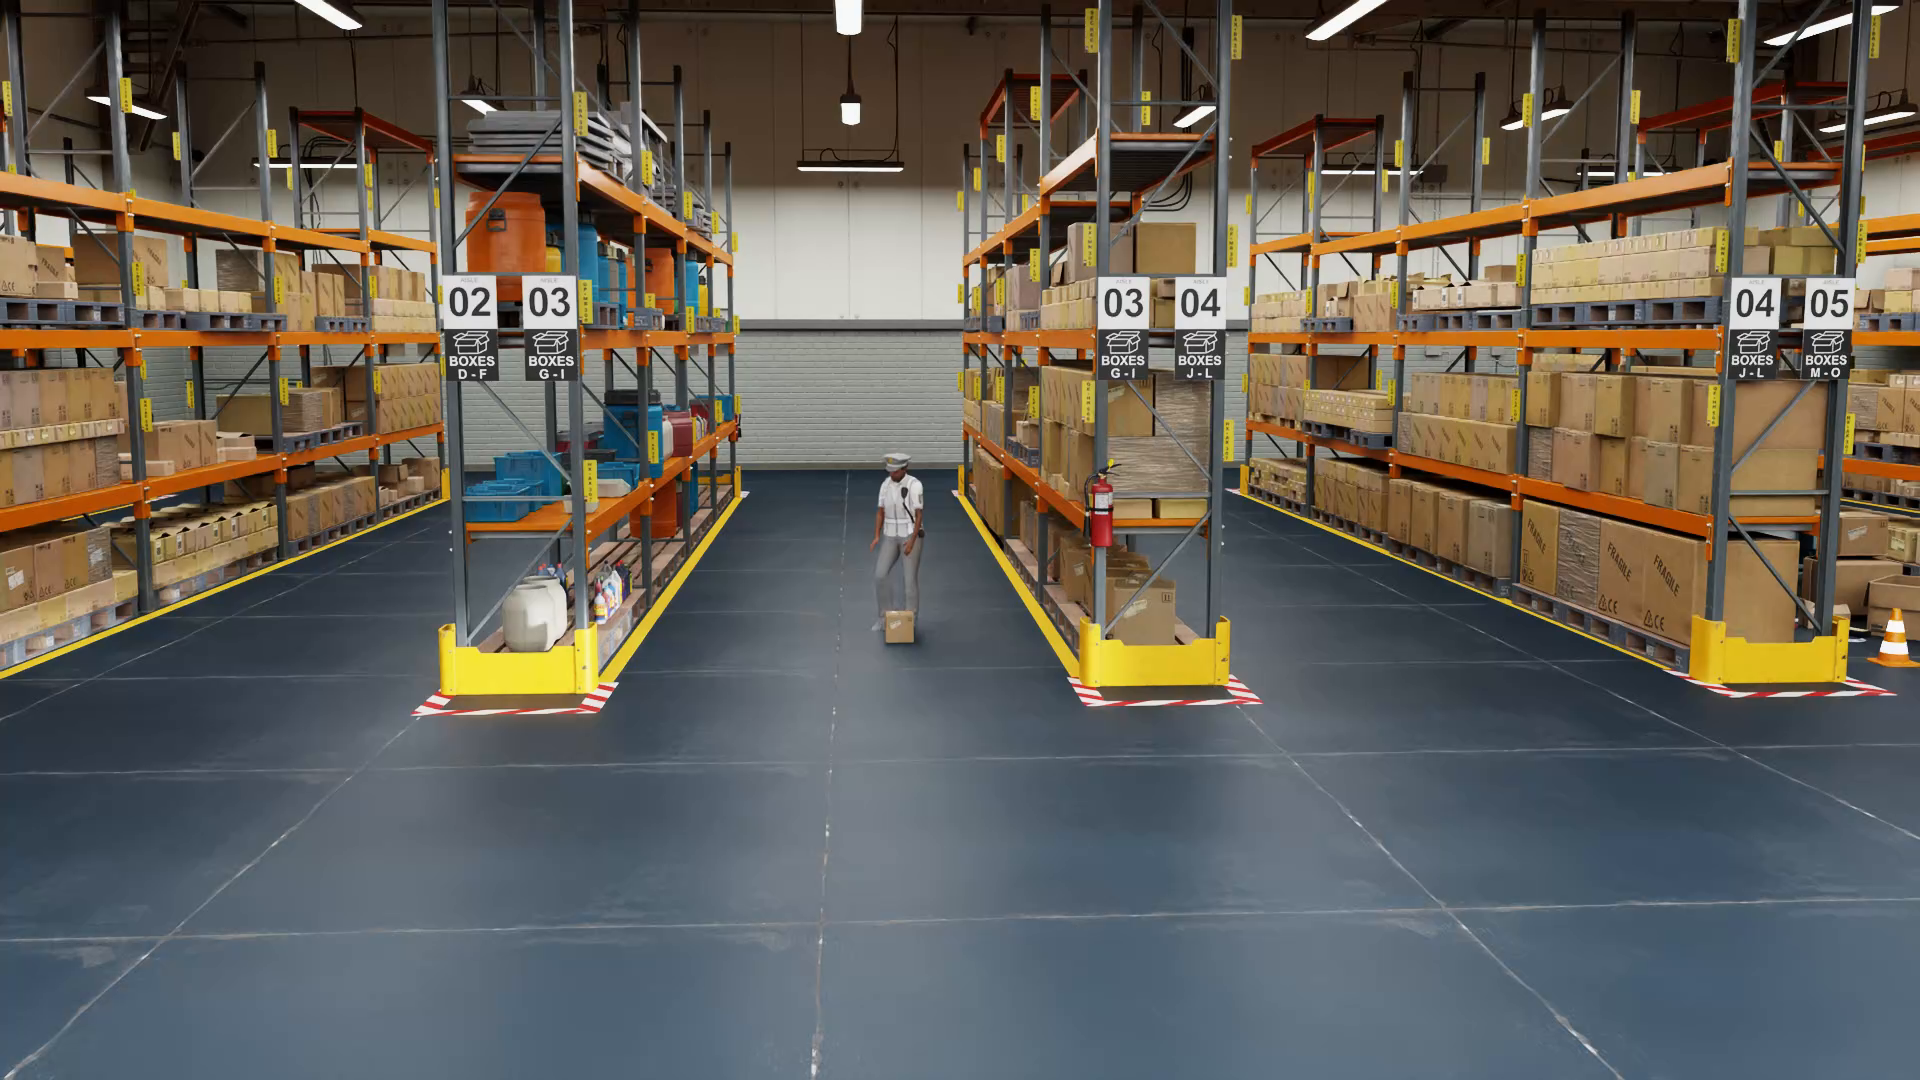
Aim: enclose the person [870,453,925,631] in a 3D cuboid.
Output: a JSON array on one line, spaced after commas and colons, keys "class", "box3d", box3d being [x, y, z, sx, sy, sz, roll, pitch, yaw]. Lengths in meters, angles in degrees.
[{"class": "person", "box3d": [-0.581, 0.039, 15.564, 0.487, 1.714, 0.449, 3, 8, 25]}]
